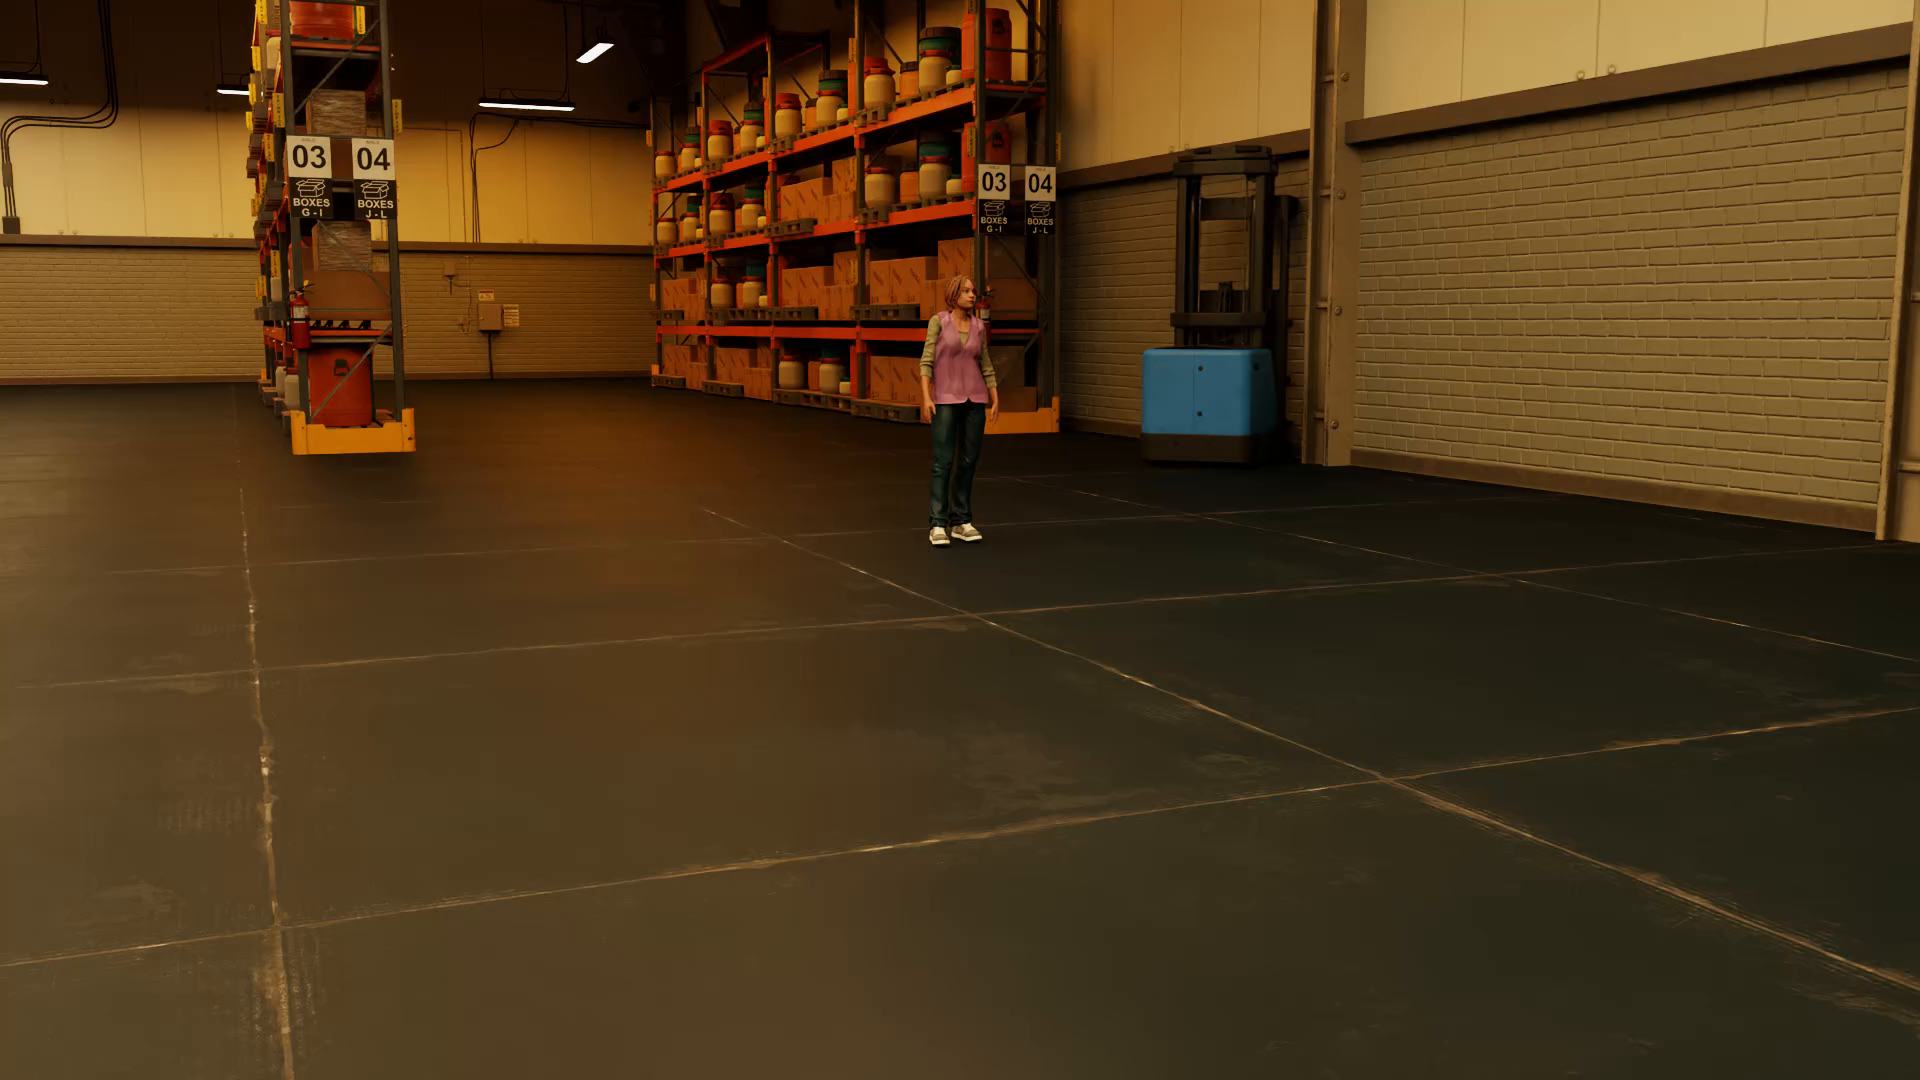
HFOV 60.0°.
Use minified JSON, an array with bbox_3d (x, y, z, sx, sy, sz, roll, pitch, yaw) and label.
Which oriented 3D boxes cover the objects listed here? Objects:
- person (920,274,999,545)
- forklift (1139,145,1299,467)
[{"bbox_3d":[0.016,-0.790,9.976,0.520,1.597,0.476,-3,8,-23],"label":"person"},{"bbox_3d":[2.703,-2.274,16.188,1.130,2.935,3.031,3,8,23],"label":"forklift"}]
